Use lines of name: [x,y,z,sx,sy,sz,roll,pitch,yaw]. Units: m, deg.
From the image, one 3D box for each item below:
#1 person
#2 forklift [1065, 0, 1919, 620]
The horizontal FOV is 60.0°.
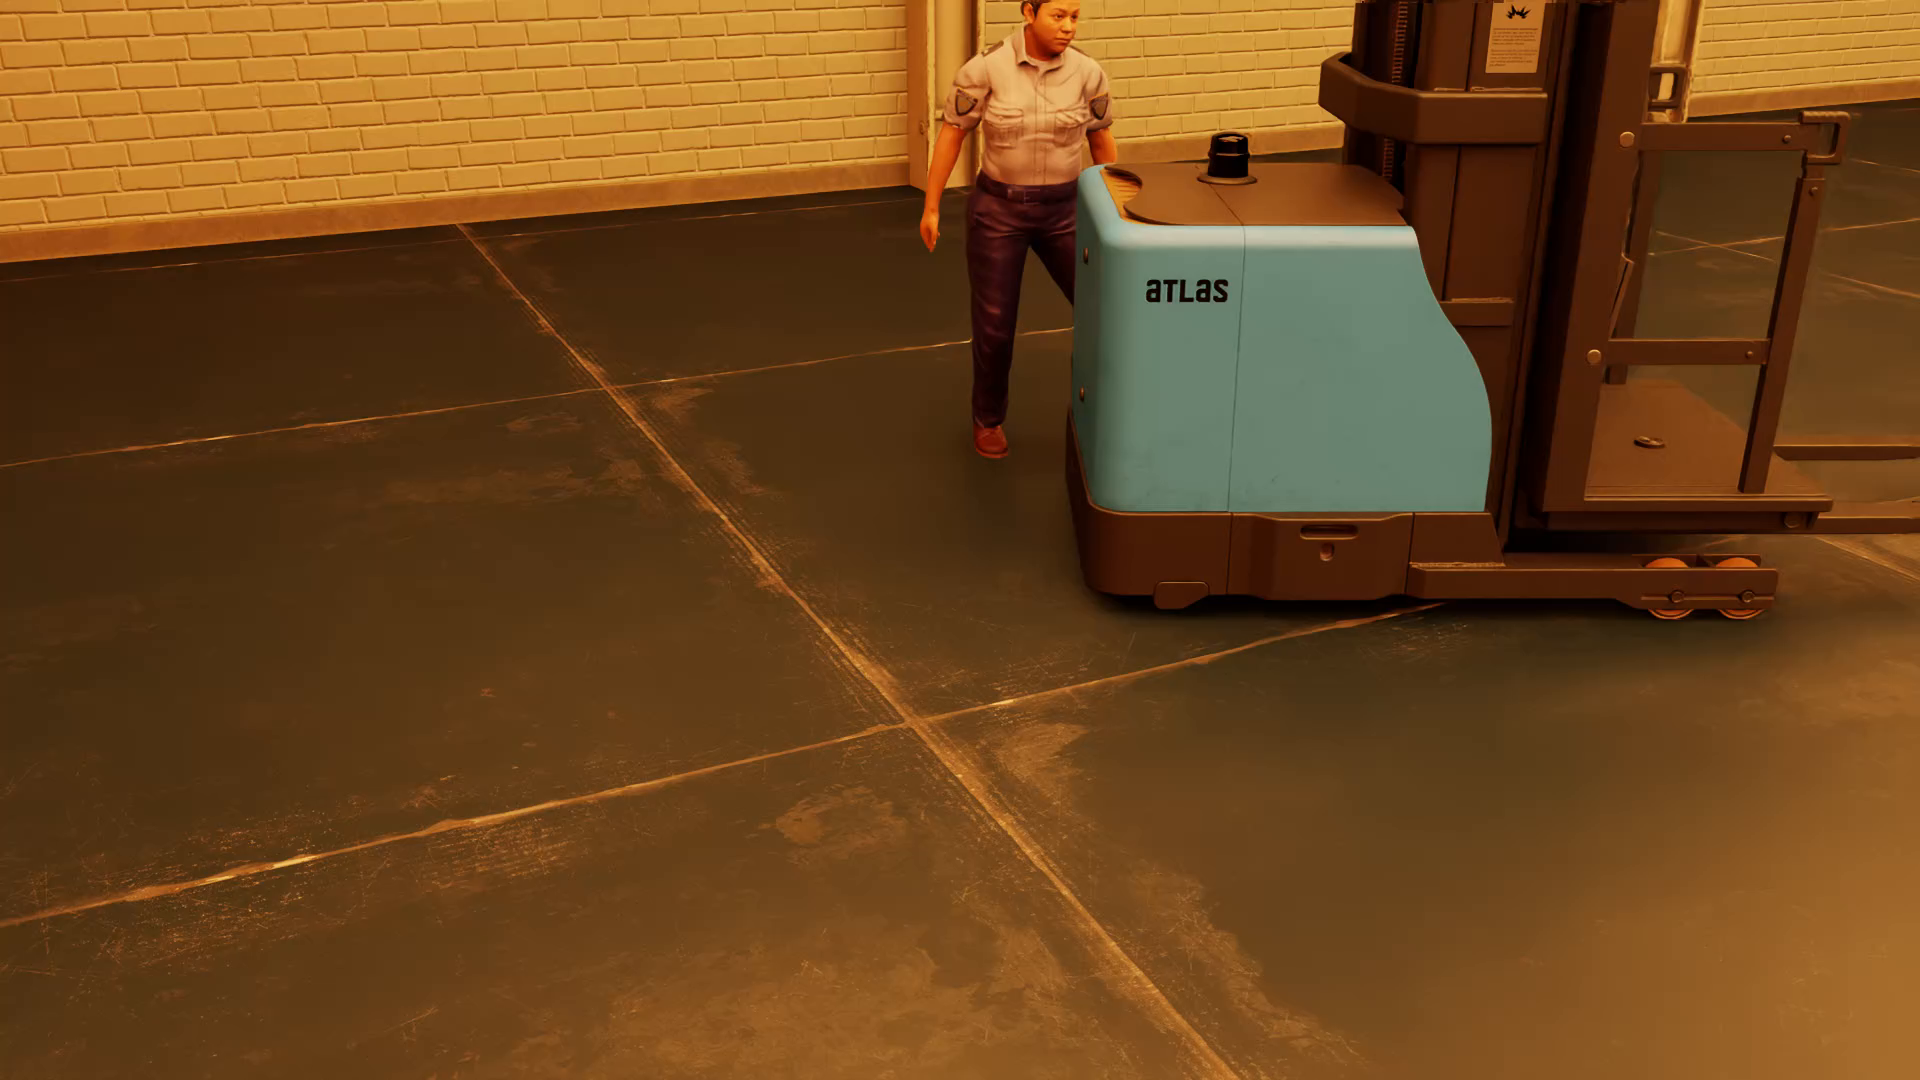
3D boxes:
person: [0.279,-1.074,5.607,0.821,1.623,0.385,-4,23,-9]
forklift: [1.862,-1.339,4.509,3.031,2.935,1.130,0,23,0]
